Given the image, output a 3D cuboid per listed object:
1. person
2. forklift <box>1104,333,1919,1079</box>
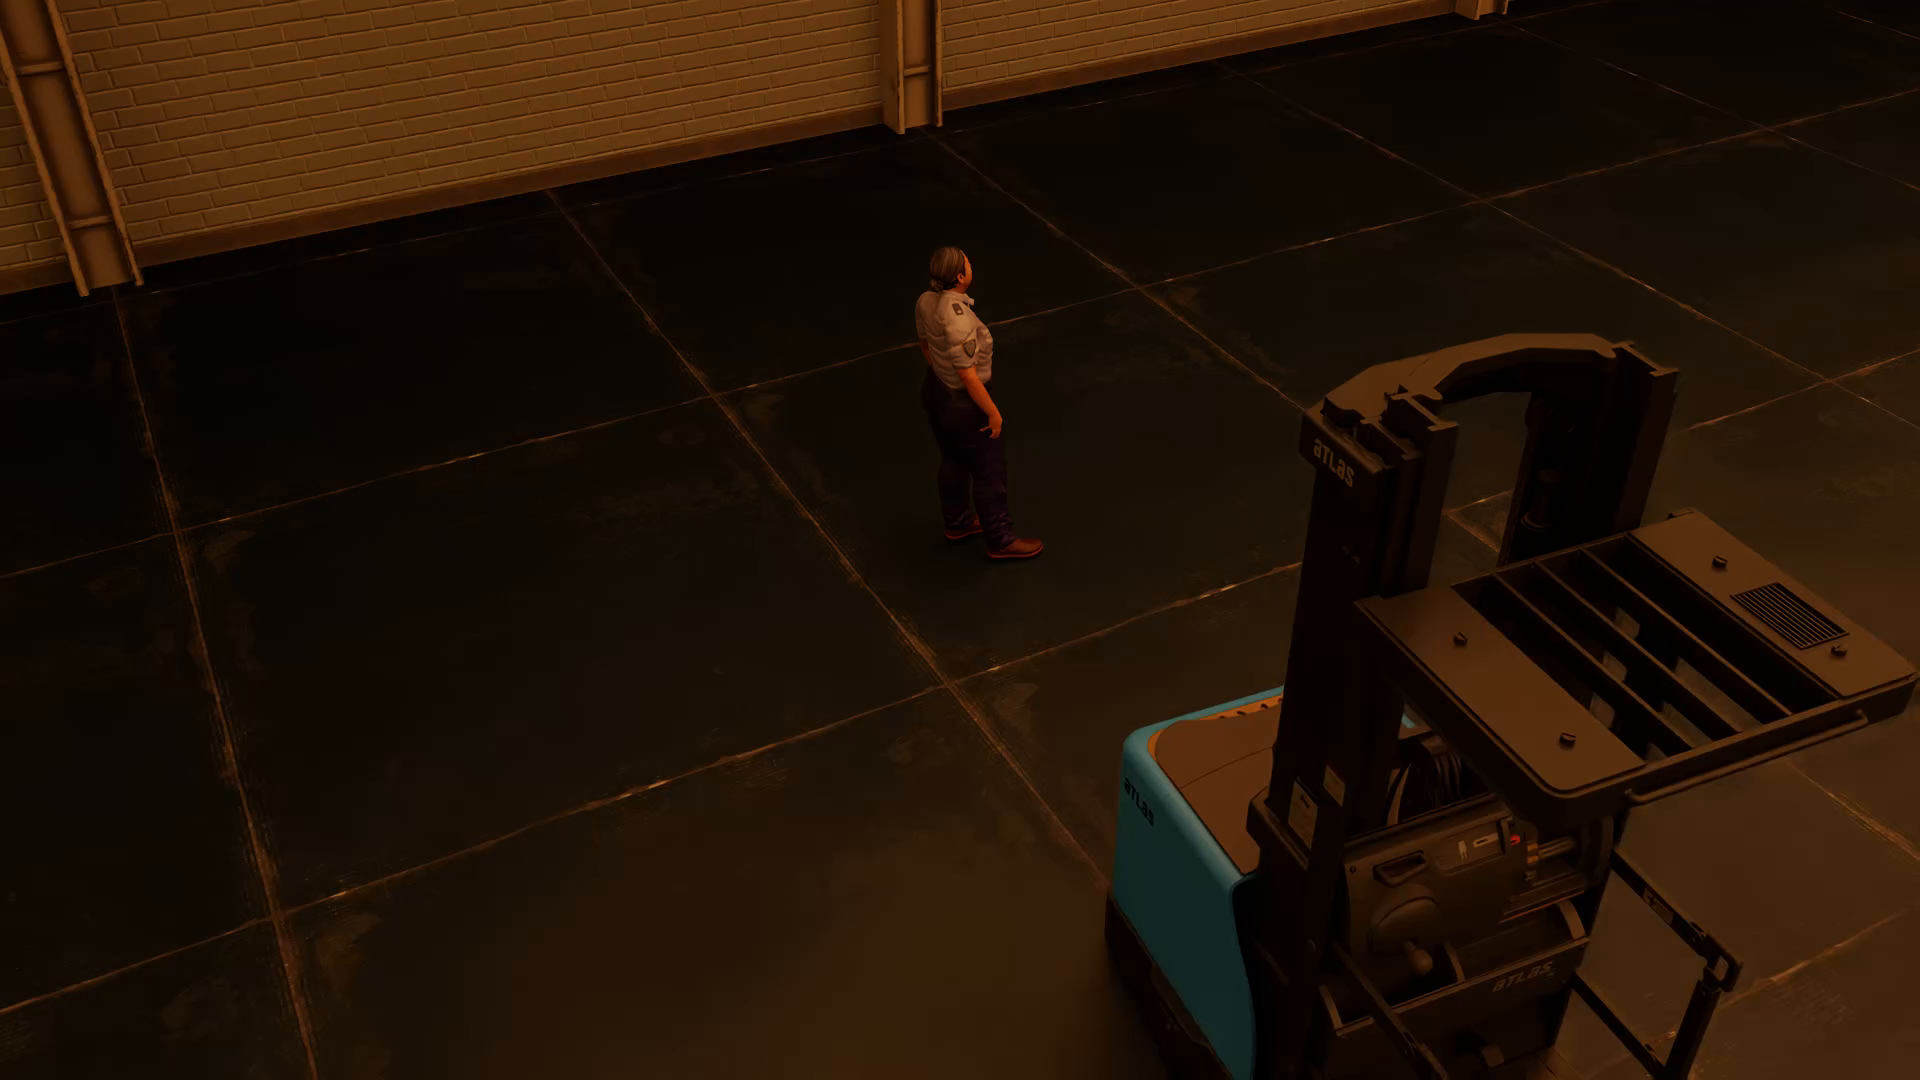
[{"bbox_3d":[0.090,-0.691,8.201,0.502,1.651,0.598,-17,39,-23],"label":"person"},{"bbox_3d":[1.596,1.031,4.664,1.130,2.935,3.031,-14,38,-19],"label":"forklift"}]
